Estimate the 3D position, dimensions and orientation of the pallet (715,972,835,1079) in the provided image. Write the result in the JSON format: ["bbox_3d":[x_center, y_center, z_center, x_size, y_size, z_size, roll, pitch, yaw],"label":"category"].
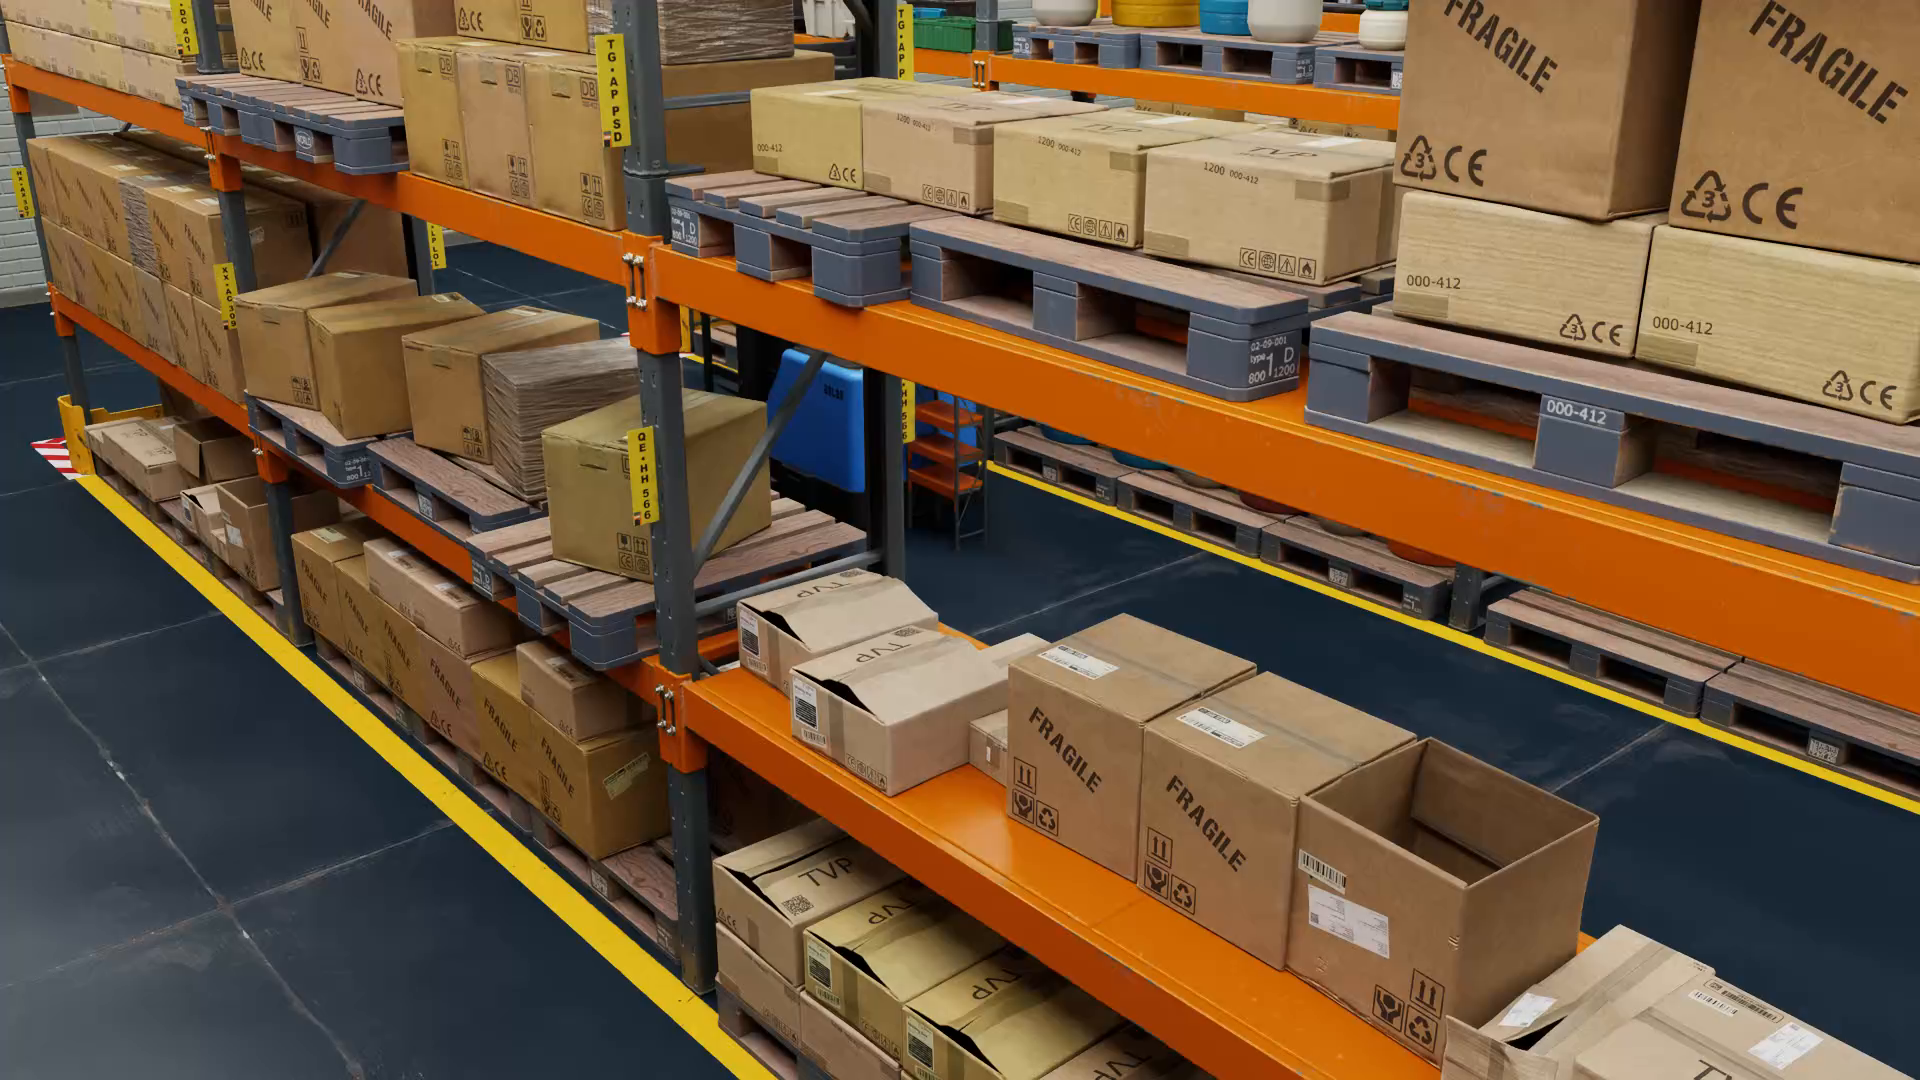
[{"bbox_3d":[-0.116,1.699,5.858,1.003,0.211,1.213,-17,27,-37],"label":"pallet"}]

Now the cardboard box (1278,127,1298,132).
[{"bbox_3d":[3.112,-3.710,15.642,0.500,0.250,0.500,-17,27,-36],"label":"cardboard box"}]

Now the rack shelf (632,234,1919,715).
[{"bbox_3d":[0.682,-0.346,4.127,1.077,0.370,4.000,-17,27,-37],"label":"rack shelf"}]

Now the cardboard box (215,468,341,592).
[{"bbox_3d":[-3.822,-0.073,9.380,0.500,0.500,0.500,-17,27,-37],"label":"cardboard box"}]

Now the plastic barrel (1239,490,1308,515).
[{"bbox_3d":[2.062,-0.531,10.456,0.600,0.588,0.708,-17,27,-37],"label":"plastic barrel"}]

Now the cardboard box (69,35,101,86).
[{"bbox_3d":[-4.728,-2.756,9.499,0.500,0.250,0.500,-17,27,-37],"label":"cardboard box"}]

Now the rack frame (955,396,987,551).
[{"bbox_3d":[0.067,-0.519,10.163,0.240,1.200,0.015,-16,27,-35],"label":"rack frame"}]

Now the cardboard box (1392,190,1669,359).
[{"bbox_3d":[1.232,-0.577,3.362,0.500,0.250,0.500,19,28,40],"label":"cardboard box"}]

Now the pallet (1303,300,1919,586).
[{"bbox_3d":[1.402,-0.280,3.234,0.805,0.209,1.217,-19,28,-39],"label":"pallet"}]

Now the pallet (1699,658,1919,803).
[{"bbox_3d":[4.400,0.844,8.040,1.003,0.211,1.213,-17,27,-37],"label":"pallet"}]

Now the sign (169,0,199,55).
[{"bbox_3d":[-3.641,-2.448,7.799,0.100,0.325,0.005,-17,27,-37],"label":"sign"}]

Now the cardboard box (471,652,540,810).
[{"bbox_3d":[-1.750,0.777,7.212,0.500,0.500,0.500,-19,28,-39],"label":"cardboard box"}]

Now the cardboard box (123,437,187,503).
[{"bbox_3d":[-5.053,-0.477,10.757,0.500,0.250,0.500,-17,27,-37],"label":"cardboard box"}]

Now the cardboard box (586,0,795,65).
[{"bbox_3d":[-0.904,-1.867,5.518,0.500,0.500,0.500,-17,27,-37],"label":"cardboard box"}]

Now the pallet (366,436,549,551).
[{"bbox_3d":[-1.897,-0.283,7.358,1.003,0.211,1.213,-17,27,-37],"label":"pallet"}]

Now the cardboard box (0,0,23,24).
[{"bbox_3d":[-5.708,-3.403,10.465,0.500,0.250,0.500,-17,27,-37],"label":"cardboard box"}]

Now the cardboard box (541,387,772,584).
[{"bbox_3d":[-1.120,-0.226,6.235,0.500,0.500,0.700,12,24,28],"label":"cardboard box"}]

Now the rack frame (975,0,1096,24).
[{"bbox_3d":[0.520,-4.913,10.689,1.000,3.000,0.127,-17,27,-37],"label":"rack frame"}]

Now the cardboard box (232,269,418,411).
[{"bbox_3d":[-3.095,-1.000,8.210,0.500,0.500,0.700,12,24,28],"label":"cardboard box"}]

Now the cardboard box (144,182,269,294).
[{"bbox_3d":[-4.097,-1.673,9.134,0.500,0.500,0.500,-18,28,-38],"label":"cardboard box"}]

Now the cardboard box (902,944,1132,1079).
[{"bbox_3d":[0.176,1.486,5.002,0.500,0.311,0.500,-18,28,-39],"label":"cardboard box"}]

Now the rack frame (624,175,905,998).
[{"bbox_3d":[-0.624,0.163,5.954,1.000,3.000,0.127,-17,27,-37],"label":"rack frame"}]

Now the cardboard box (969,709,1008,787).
[{"bbox_3d":[0.251,0.619,5.134,0.380,0.149,0.250,-15,26,-34],"label":"cardboard box"}]

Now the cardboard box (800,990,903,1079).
[{"bbox_3d":[-0.176,1.601,5.477,0.500,0.250,0.500,-18,28,-39],"label":"cardboard box"}]

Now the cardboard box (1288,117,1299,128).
[{"bbox_3d":[3.495,-4.191,15.840,0.500,0.500,0.500,-19,28,-39],"label":"cardboard box"}]

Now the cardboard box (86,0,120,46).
[{"bbox_3d":[-4.406,-2.849,9.051,0.500,0.250,0.500,-17,27,-37],"label":"cardboard box"}]

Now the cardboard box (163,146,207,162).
[{"bbox_3d":[-4.675,-2.220,10.531,0.500,0.500,0.500,-17,27,-36],"label":"cardboard box"}]

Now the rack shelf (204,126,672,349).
[{"bbox_3d":[-1.929,-1.451,6.949,1.077,0.370,4.000,-17,27,-37],"label":"rack shelf"}]

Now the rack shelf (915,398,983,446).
[{"bbox_3d":[-0.084,-0.734,10.284,0.258,0.148,0.480,-16,27,-35],"label":"rack shelf"}]

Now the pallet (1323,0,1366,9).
[{"bbox_3d":[3.746,-4.883,14.846,1.003,0.211,1.213,-17,27,-37],"label":"pallet"}]

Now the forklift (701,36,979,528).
[{"bbox_3d":[-1.188,-1.904,11.327,1.130,2.935,3.031,-16,27,-36],"label":"forklift"}]

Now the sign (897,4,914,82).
[{"bbox_3d":[-0.198,-1.641,5.630,0.100,0.325,0.005,-17,27,-37],"label":"sign"}]

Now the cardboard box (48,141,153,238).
[{"bbox_3d":[-5.409,-2.231,10.559,0.500,0.500,0.500,-17,27,-37],"label":"cardboard box"}]

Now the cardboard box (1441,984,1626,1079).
[{"bbox_3d":[1.274,1.132,3.665,0.396,0.266,0.258,-18,28,-39],"label":"cardboard box"}]

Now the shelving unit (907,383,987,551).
[{"bbox_3d":[-0.084,-0.589,10.341,0.258,1.200,0.503,-16,27,-35],"label":"shelving unit"}]

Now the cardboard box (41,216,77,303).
[{"bbox_3d":[-5.756,-1.908,11.105,0.500,0.500,0.500,-17,27,-36],"label":"cardboard box"}]

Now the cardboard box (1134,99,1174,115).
[{"bbox_3d":[2.097,-4.487,16.596,0.500,0.500,0.500,-18,28,-39],"label":"cardboard box"}]

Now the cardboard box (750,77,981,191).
[{"bbox_3d":[-0.285,-1.247,5.072,0.500,0.250,0.500,20,29,41],"label":"cardboard box"}]

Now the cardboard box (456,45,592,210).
[{"bbox_3d":[-1.267,-1.533,6.035,0.910,0.500,0.500,-17,27,-37],"label":"cardboard box"}]

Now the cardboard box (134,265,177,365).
[{"bbox_3d":[-4.430,-1.349,9.678,0.500,0.500,0.500,-17,27,-36],"label":"cardboard box"}]

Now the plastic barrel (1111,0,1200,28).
[{"bbox_3d":[1.270,-3.596,10.605,0.600,0.588,0.600,0,21,0],"label":"plastic barrel"}]

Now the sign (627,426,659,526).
[{"bbox_3d":[-1.029,-0.207,5.421,0.100,0.325,0.005,-17,27,-37],"label":"sign"}]

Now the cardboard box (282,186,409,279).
[{"bbox_3d":[-3.329,-1.651,9.078,0.500,0.500,0.500,-17,27,-36],"label":"cardboard box"}]

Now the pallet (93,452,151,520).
[{"bbox_3d":[-5.275,-0.507,11.490,1.003,0.211,1.213,-17,27,-37],"label":"pallet"}]

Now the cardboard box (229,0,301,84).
[{"bbox_3d":[-2.962,-2.470,7.715,0.600,0.600,0.600,19,28,40],"label":"cardboard box"}]

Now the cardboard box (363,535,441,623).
[{"bbox_3d":[-2.451,0.136,7.819,0.500,0.250,0.500,-17,27,-37],"label":"cardboard box"}]

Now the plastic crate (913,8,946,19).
[{"bbox_3d":[-0.316,-3.614,11.715,0.416,0.233,0.300,-17,27,-37],"label":"plastic crate"}]

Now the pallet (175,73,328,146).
[{"bbox_3d":[-2.862,-2.054,7.760,1.213,0.211,1.003,-17,27,-37],"label":"pallet"}]

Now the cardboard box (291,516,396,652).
[{"bbox_3d":[-3.104,0.209,8.662,0.500,0.500,0.500,-19,28,-40],"label":"cardboard box"}]
